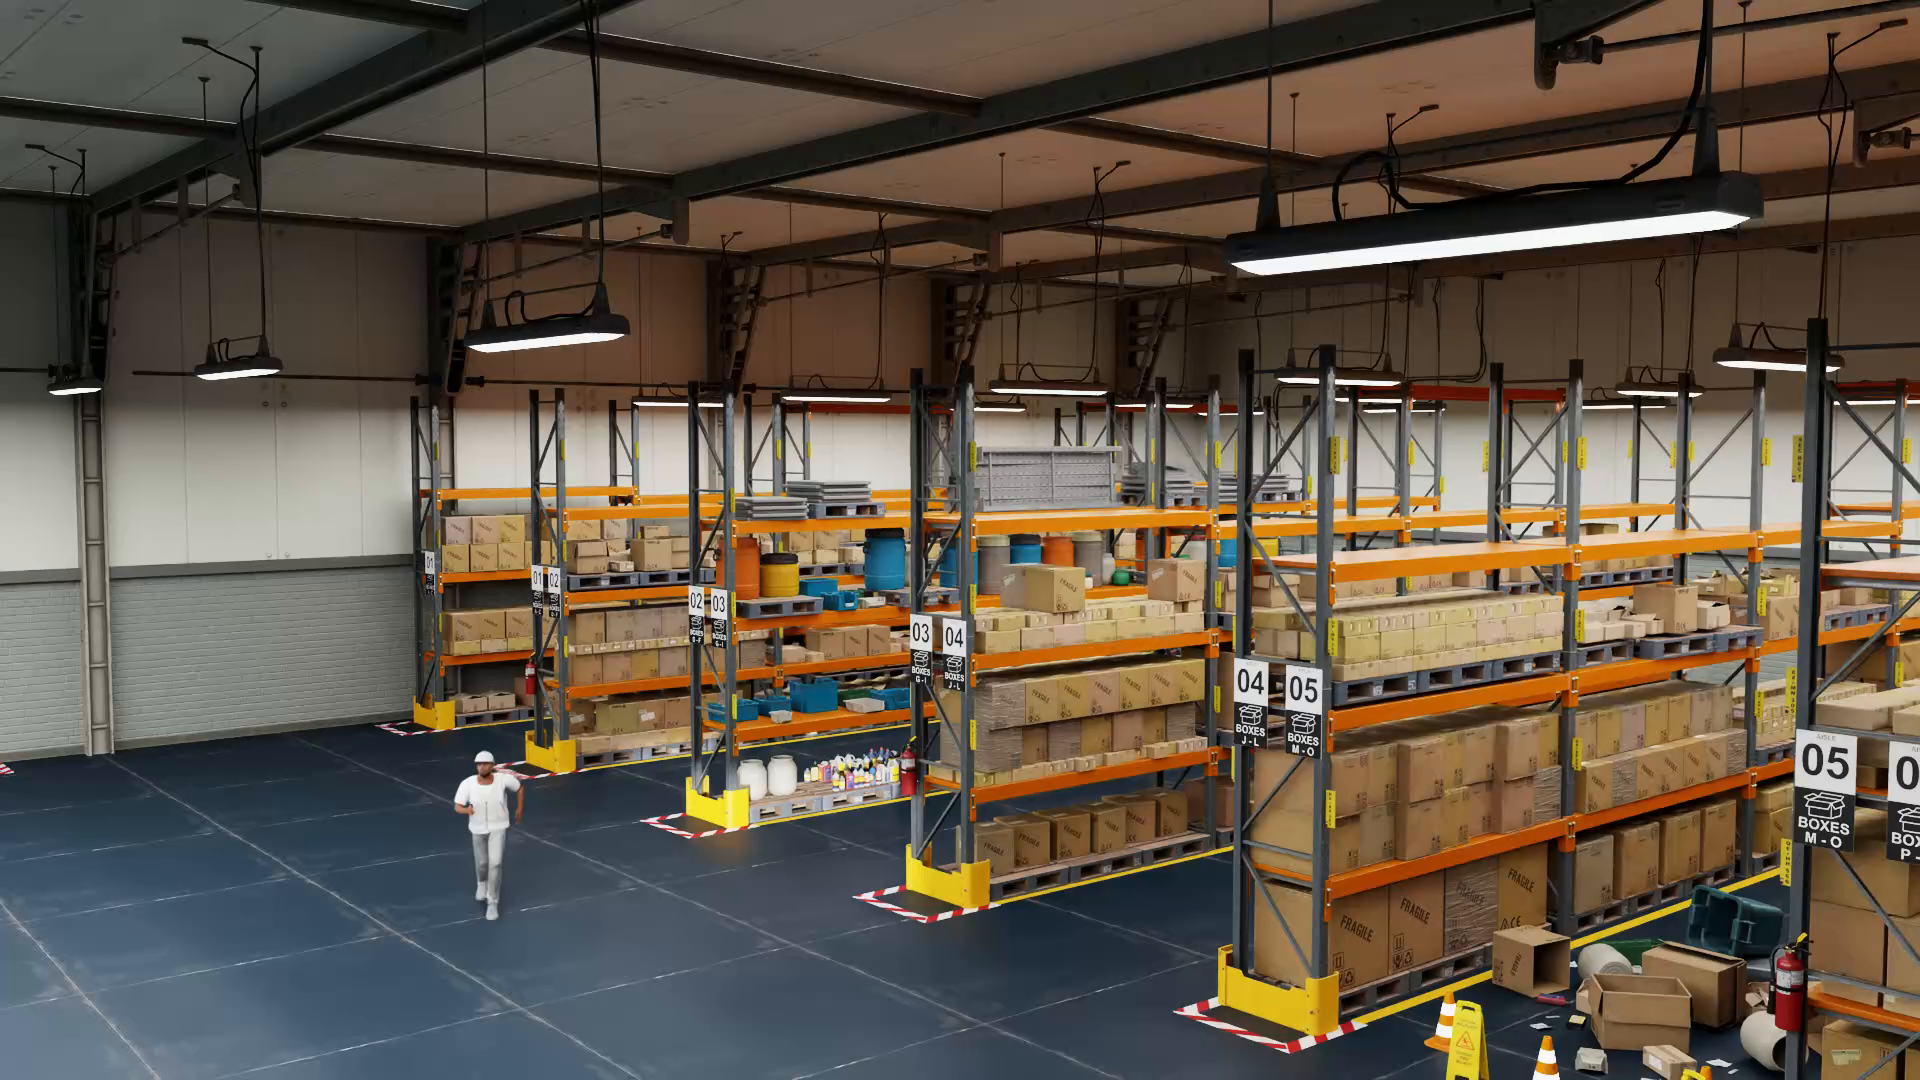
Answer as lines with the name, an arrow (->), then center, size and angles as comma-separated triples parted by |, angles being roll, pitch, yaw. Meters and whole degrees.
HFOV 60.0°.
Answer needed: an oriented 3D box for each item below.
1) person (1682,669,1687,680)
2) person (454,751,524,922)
person -> 11.317, 2.812, 26.056 | 0.646, 1.675, 0.781 | 3, 5, 44
person -> -5.179, 3.202, 18.314 | 0.710, 1.811, 0.913 | 0, 3, -7
